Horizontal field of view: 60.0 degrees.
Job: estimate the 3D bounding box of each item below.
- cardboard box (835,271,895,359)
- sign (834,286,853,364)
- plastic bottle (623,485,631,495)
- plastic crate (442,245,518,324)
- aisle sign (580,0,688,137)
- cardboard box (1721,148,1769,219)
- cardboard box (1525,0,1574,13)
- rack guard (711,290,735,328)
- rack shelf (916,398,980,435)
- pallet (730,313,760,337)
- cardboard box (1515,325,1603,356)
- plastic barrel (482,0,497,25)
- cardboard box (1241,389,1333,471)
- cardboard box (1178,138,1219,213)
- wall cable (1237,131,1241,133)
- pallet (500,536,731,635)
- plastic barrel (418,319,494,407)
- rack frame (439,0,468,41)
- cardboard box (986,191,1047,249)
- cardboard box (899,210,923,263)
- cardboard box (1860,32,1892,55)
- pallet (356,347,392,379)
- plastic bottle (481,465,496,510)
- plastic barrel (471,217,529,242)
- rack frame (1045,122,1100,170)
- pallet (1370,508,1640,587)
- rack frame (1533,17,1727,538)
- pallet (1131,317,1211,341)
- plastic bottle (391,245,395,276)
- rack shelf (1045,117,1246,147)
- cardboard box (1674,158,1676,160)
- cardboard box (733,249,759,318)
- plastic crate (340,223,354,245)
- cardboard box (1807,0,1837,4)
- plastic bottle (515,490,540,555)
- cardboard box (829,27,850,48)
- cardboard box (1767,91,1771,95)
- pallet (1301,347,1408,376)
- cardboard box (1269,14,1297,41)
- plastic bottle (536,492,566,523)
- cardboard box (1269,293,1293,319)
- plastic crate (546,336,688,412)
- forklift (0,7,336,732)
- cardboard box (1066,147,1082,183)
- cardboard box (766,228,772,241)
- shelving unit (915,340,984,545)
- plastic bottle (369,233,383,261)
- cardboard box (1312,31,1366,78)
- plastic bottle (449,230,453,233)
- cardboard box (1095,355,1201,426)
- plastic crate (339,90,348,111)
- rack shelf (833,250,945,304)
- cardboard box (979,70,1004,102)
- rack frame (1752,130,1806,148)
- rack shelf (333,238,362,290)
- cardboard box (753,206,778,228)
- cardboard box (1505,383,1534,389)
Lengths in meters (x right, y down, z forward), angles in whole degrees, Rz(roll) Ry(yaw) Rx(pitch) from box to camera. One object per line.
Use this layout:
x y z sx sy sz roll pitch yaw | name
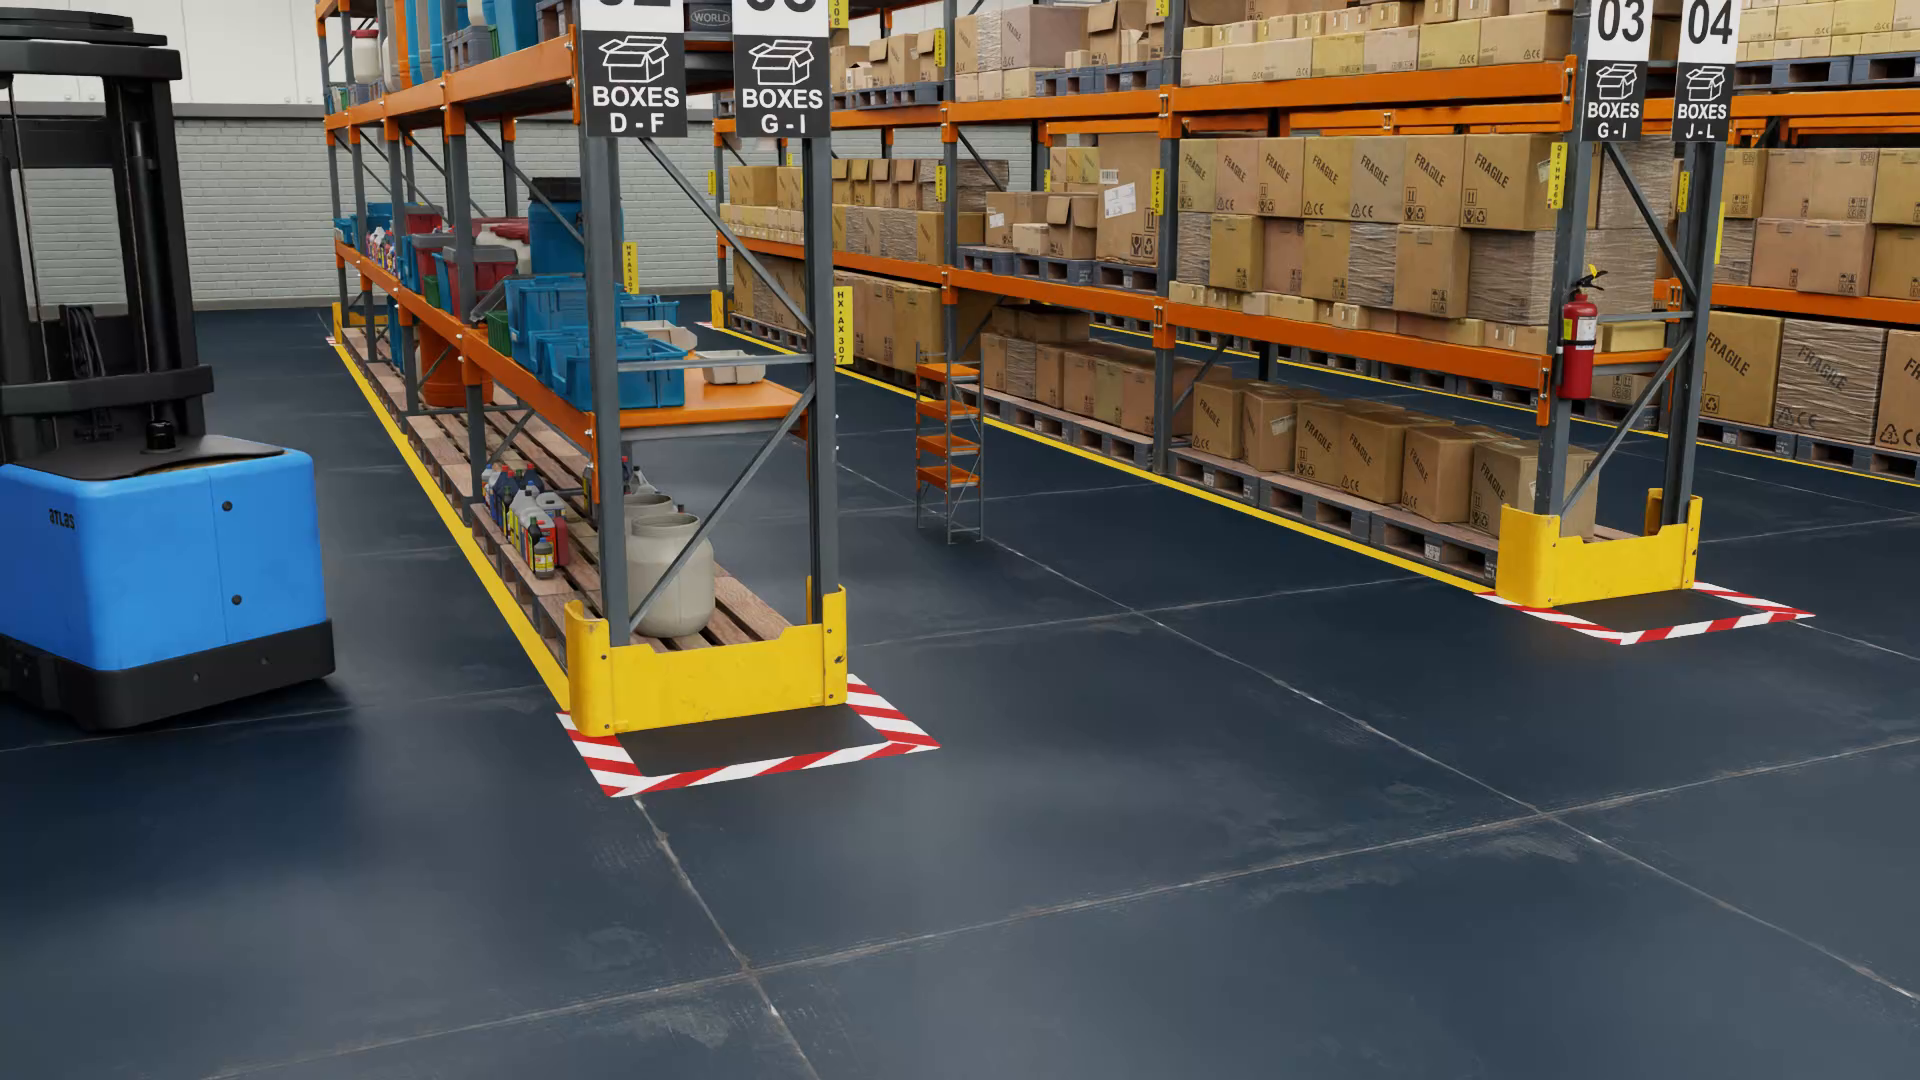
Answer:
-0.641 -2.502 18.307 1.225 0.875 0.875 -6 14 -25 | cardboard box
-0.500 -0.904 7.010 0.100 0.325 0.005 -6 14 -23 | sign
-1.916 -0.181 9.547 0.061 0.283 0.133 -6 14 -23 | plastic bottle
-3.082 -1.650 10.707 0.402 0.464 0.583 -6 14 -23 | plastic crate
-1.249 -1.945 6.357 0.394 0.787 0.004 -6 14 -23 | aisle sign
6.632 -2.941 13.698 0.875 0.550 0.550 -6 14 -23 | cardboard box
3.135 -2.780 8.523 0.380 0.149 0.250 -6 14 -23 | cardboard box
-2.886 -3.261 23.349 1.175 0.500 0.348 -6 14 -23 | rack guard
-0.066 -0.771 10.347 0.258 0.148 0.480 -6 14 -23 | rack shelf
-2.485 -2.957 22.677 1.003 0.211 1.213 -6 14 -23 | pallet
3.229 -1.086 8.965 0.380 0.149 0.250 -6 14 -23 | cardboard box
-2.307 -3.242 9.029 0.600 0.901 0.708 -6 14 -23 | plastic barrel
2.290 -0.777 11.687 0.500 0.500 0.500 -1 13 -5 | cardboard box
1.877 -2.559 11.675 0.500 0.500 0.500 -6 14 -23 | cardboard box
5.218 -7.157 32.387 0.588 1.984 0.122 -6 14 -23 | wall cable
-1.885 0.207 9.009 1.003 0.211 1.213 -6 14 -23 | pallet
-4.422 -1.620 14.599 0.600 0.830 0.708 -6 14 -23 | plastic barrel
-2.608 -4.470 9.725 1.000 3.000 0.127 -6 14 -23 | rack frame
0.581 -2.966 15.380 0.500 0.500 0.500 -8 15 -30 | cardboard box
-0.291 -3.052 16.684 0.500 0.500 0.500 -6 14 -23 | cardboard box
6.862 -3.645 12.217 0.380 0.149 0.250 -6 14 -23 | cardboard box
-6.143 -1.990 18.498 1.003 0.211 1.213 -6 14 -23 | pallet
-2.882 -0.327 10.203 0.097 0.271 0.097 0 13 0 | plastic bottle
-3.747 -2.371 13.660 0.600 0.536 0.708 -6 14 -23 | plastic barrel
1.708 -4.901 24.891 1.000 3.000 0.127 -6 14 -23 | rack frame
3.209 0.004 9.884 1.003 0.211 1.213 -6 14 -23 | pallet
3.532 -1.168 8.763 1.000 3.000 0.127 -6 14 -23 | rack frame
3.009 -2.851 22.221 1.003 0.211 1.213 -6 14 -23 | pallet
-4.963 -2.469 14.671 0.097 0.271 0.097 0 13 0 | plastic bottle
2.509 -5.598 22.849 1.077 0.370 4.000 -6 14 -23 | rack shelf
8.748 -4.440 20.462 0.500 0.500 0.500 -5 14 -22 | cardboard box
-2.547 -3.518 22.698 0.875 0.875 0.875 -6 14 -23 | cardboard box
-6.970 -3.559 19.333 0.416 0.233 0.300 -6 14 -23 | plastic crate
6.656 -4.139 12.583 0.380 0.149 0.250 -6 14 -24 | cardboard box
-2.345 -0.101 9.054 0.144 0.351 0.185 -5 14 -21 | plastic bottle
-1.645 -5.971 19.825 0.500 0.250 0.500 -7 15 -27 | cardboard box
12.070 -6.627 24.443 0.380 0.149 0.250 -5 14 -21 | cardboard box
4.601 -2.051 18.763 1.003 0.211 1.213 -6 14 -23 | pallet
2.201 -3.265 10.622 0.380 0.149 0.250 -6 14 -24 | cardboard box
-2.293 -0.122 9.308 0.152 0.276 0.135 -6 14 -23 | plastic bottle
2.264 -1.544 10.947 0.380 0.149 0.250 -6 14 -23 | cardboard box
-1.480 -0.724 7.177 0.499 0.251 0.616 -6 14 -23 | plastic crate
-4.289 -0.886 7.698 3.031 2.935 1.130 10 16 37 | forklift
1.853 -5.361 23.781 0.500 0.500 0.500 -5 14 -21 | cardboard box
-2.212 -3.824 20.795 0.380 0.149 0.250 -6 14 -24 | cardboard box
-0.066 -0.619 10.382 0.258 1.200 0.503 -6 14 -23 | shelving unit
-5.830 -2.934 16.668 0.152 0.276 0.135 -6 14 -23 | plastic bottle
2.500 -2.946 10.125 0.500 0.250 0.500 -6 14 -24 | cardboard box
-4.789 -2.746 15.692 0.144 0.351 0.185 -6 14 -23 | plastic bottle
1.530 -1.220 13.556 0.700 0.500 0.500 -6 14 -23 | cardboard box
-6.259 -4.618 17.488 0.450 0.188 0.662 -6 14 -23 | plastic crate
-0.473 -2.883 17.771 1.077 0.370 4.000 -6 14 -23 | rack shelf
0.488 -3.983 14.606 0.500 0.250 0.500 -5 14 -22 | cardboard box
12.352 -4.991 25.283 1.000 3.000 0.127 -6 14 -23 | rack frame
-6.614 -3.262 19.409 1.077 0.370 4.000 -6 14 -23 | rack shelf
-2.306 -4.103 21.120 0.500 0.250 0.500 -6 14 -24 | cardboard box
5.801 -1.850 15.767 1.050 0.750 0.750 -6 14 -23 | cardboard box
